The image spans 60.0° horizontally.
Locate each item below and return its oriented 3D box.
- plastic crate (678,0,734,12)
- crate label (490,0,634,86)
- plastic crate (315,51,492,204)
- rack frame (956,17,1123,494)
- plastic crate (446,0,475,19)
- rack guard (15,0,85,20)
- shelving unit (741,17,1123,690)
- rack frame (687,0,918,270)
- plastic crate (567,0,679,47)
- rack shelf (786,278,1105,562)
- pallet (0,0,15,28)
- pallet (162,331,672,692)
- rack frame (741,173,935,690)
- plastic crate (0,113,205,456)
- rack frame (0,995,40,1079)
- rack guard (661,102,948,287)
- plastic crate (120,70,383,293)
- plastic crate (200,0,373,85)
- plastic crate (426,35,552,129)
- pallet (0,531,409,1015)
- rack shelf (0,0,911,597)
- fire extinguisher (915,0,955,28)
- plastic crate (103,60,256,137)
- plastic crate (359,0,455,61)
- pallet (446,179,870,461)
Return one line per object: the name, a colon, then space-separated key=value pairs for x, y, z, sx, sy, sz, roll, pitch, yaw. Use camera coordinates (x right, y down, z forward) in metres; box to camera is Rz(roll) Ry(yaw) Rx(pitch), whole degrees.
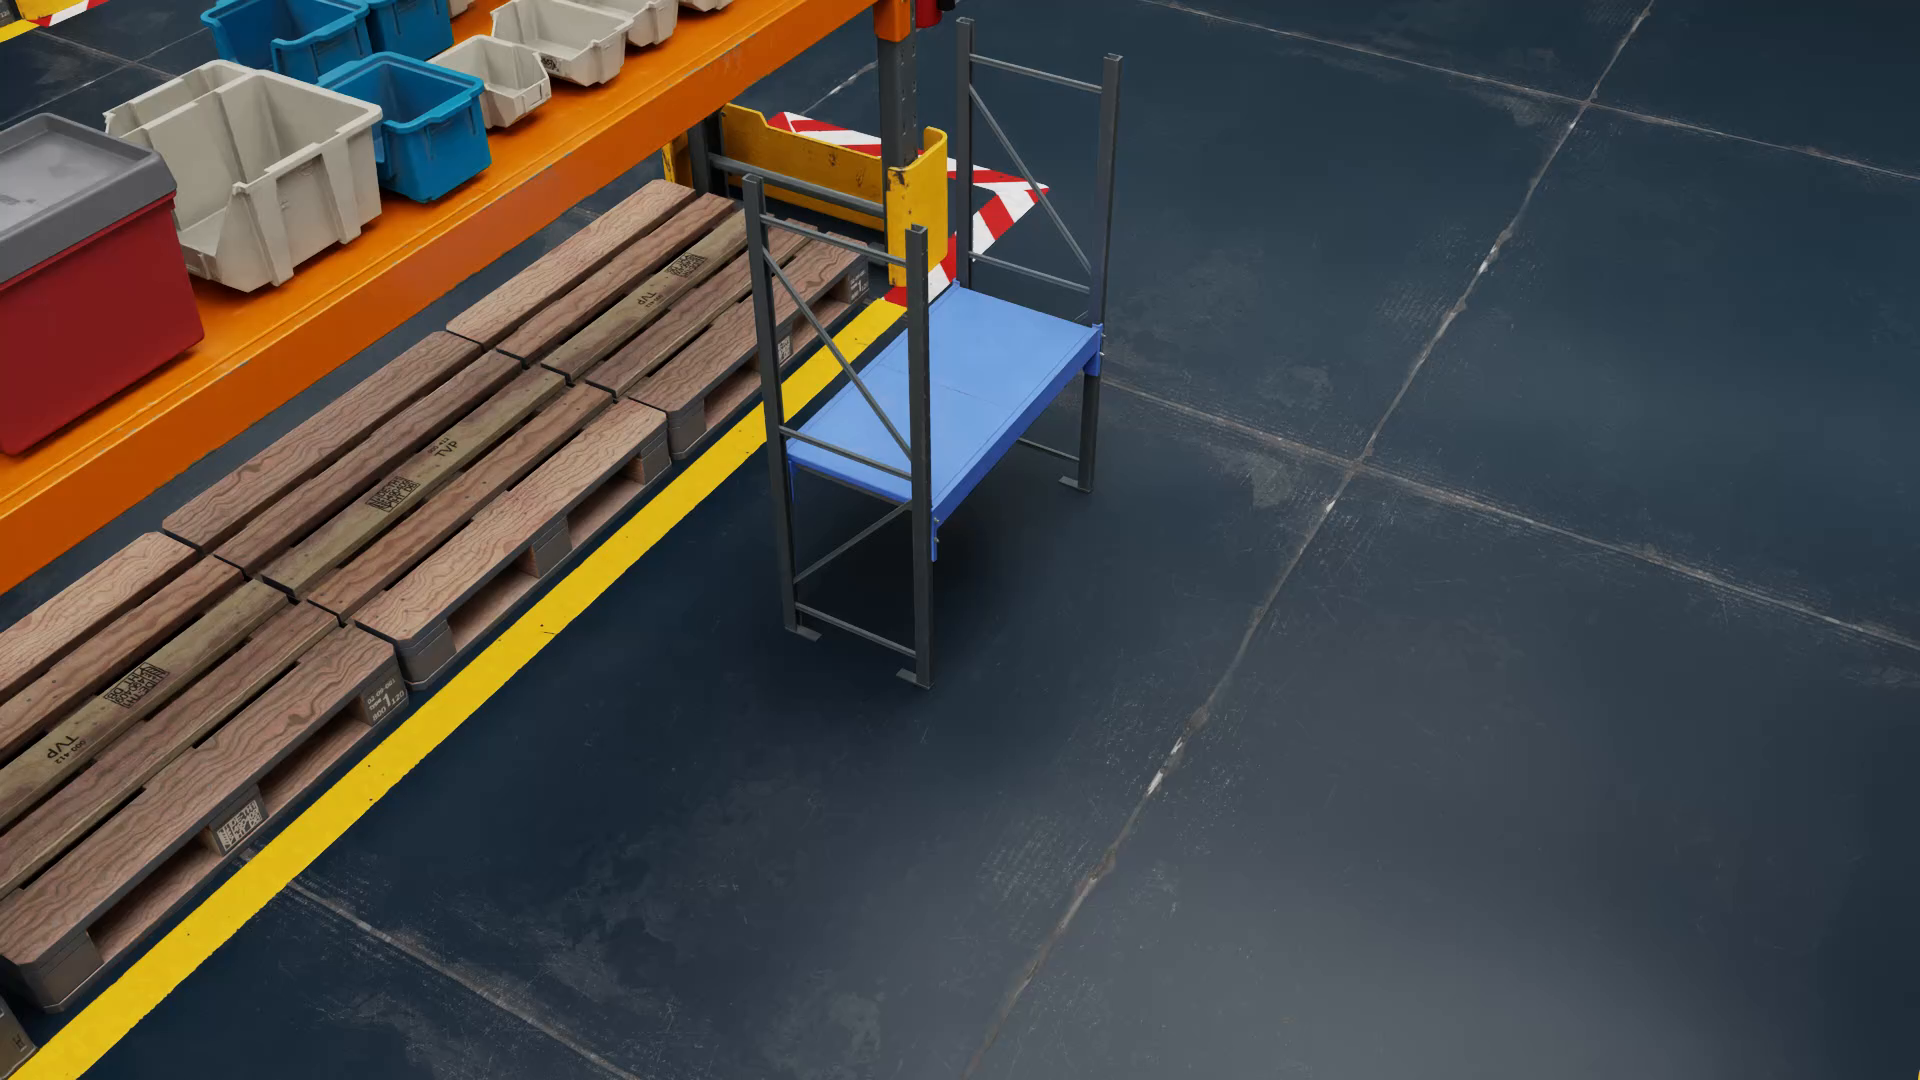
plastic crate: x=-0.868 y=-1.745 z=5.116 sx=0.396 sy=0.136 sz=0.243 roll=21 pitch=45 yaw=22
crate label: x=-1.144 y=-1.417 z=4.743 sx=0.396 sy=0.136 sz=0.243 roll=21 pitch=45 yaw=22
plastic crate: x=-1.423 y=-1.048 z=4.252 sx=0.416 sy=0.233 sz=0.300 roll=21 pitch=45 yaw=22
rack frame: x=0.212 y=-0.805 z=5.029 sx=0.500 sy=1.500 sz=0.032 roll=21 pitch=45 yaw=22
plastic crate: x=-1.597 y=-1.695 z=5.059 sx=0.250 sy=0.136 sz=0.298 roll=21 pitch=45 yaw=22
rack guard: x=-4.942 y=-3.007 z=8.286 sx=1.175 sy=0.500 sz=0.348 roll=21 pitch=45 yaw=22
shelving unit: x=-0.043 y=-0.514 z=4.699 sx=0.538 sy=1.500 sz=1.048 roll=21 pitch=45 yaw=22
rack frame: x=-0.617 y=-2.348 z=5.647 sx=1.000 sy=3.000 sz=0.127 roll=21 pitch=45 yaw=22
plastic crate: x=-1.026 y=-1.584 z=4.933 sx=0.396 sy=0.136 sz=0.243 roll=21 pitch=45 yaw=22
rack shelf: x=-0.043 y=-0.379 z=4.818 sx=0.538 sy=0.185 sz=1.000 roll=21 pitch=45 yaw=22
pallet: x=-5.340 y=-2.442 z=7.863 sx=1.003 sy=0.211 sz=1.213 roll=21 pitch=45 yaw=22
pallet: x=-1.675 y=-0.147 z=5.257 sx=1.003 sy=0.211 sz=1.213 roll=21 pitch=45 yaw=22
rack frame: x=-0.297 y=-0.223 z=4.369 sx=0.500 sy=1.500 sz=0.032 roll=21 pitch=45 yaw=22
plastic crate: x=-1.955 y=-0.534 z=3.493 sx=0.402 sy=0.464 sz=0.583 roll=21 pitch=45 yaw=22
rack frame: x=-2.619 y=-0.059 z=3.048 sx=1.000 sy=3.000 sz=0.127 roll=21 pitch=45 yaw=22
rack guard: x=-0.616 y=-1.428 z=6.493 sx=1.175 sy=0.500 sz=0.348 roll=21 pitch=45 yaw=22
plastic crate: x=-1.695 y=-0.850 z=3.990 sx=0.437 sy=0.282 sz=0.530 roll=21 pitch=45 yaw=22
plastic crate: x=-1.835 y=-1.350 z=4.595 sx=0.416 sy=0.233 sz=0.300 roll=21 pitch=45 yaw=22
plastic crate: x=-1.276 y=-1.241 z=4.544 sx=0.298 sy=0.136 sz=0.250 roll=21 pitch=45 yaw=22
pallet: x=-2.284 y=0.554 z=4.462 sx=1.003 sy=0.211 sz=1.213 roll=21 pitch=45 yaw=22
rack shelf: x=-1.618 y=-0.934 z=4.585 sx=1.077 sy=0.370 sz=4.000 roll=21 pitch=45 yaw=22
fire extinguisher: x=-0.148 y=-2.115 z=5.723 sx=0.296 sy=0.674 sz=0.183 roll=21 pitch=45 yaw=22
plastic crate: x=-2.007 y=-1.079 z=4.359 sx=0.293 sy=0.136 sz=0.466 roll=21 pitch=45 yaw=22
plastic crate: x=-1.684 y=-1.522 z=4.790 sx=0.416 sy=0.233 sz=0.300 roll=21 pitch=45 yaw=22
pallet: x=-1.063 y=-0.843 z=6.047 sx=1.003 sy=0.211 sz=1.213 roll=21 pitch=45 yaw=22
